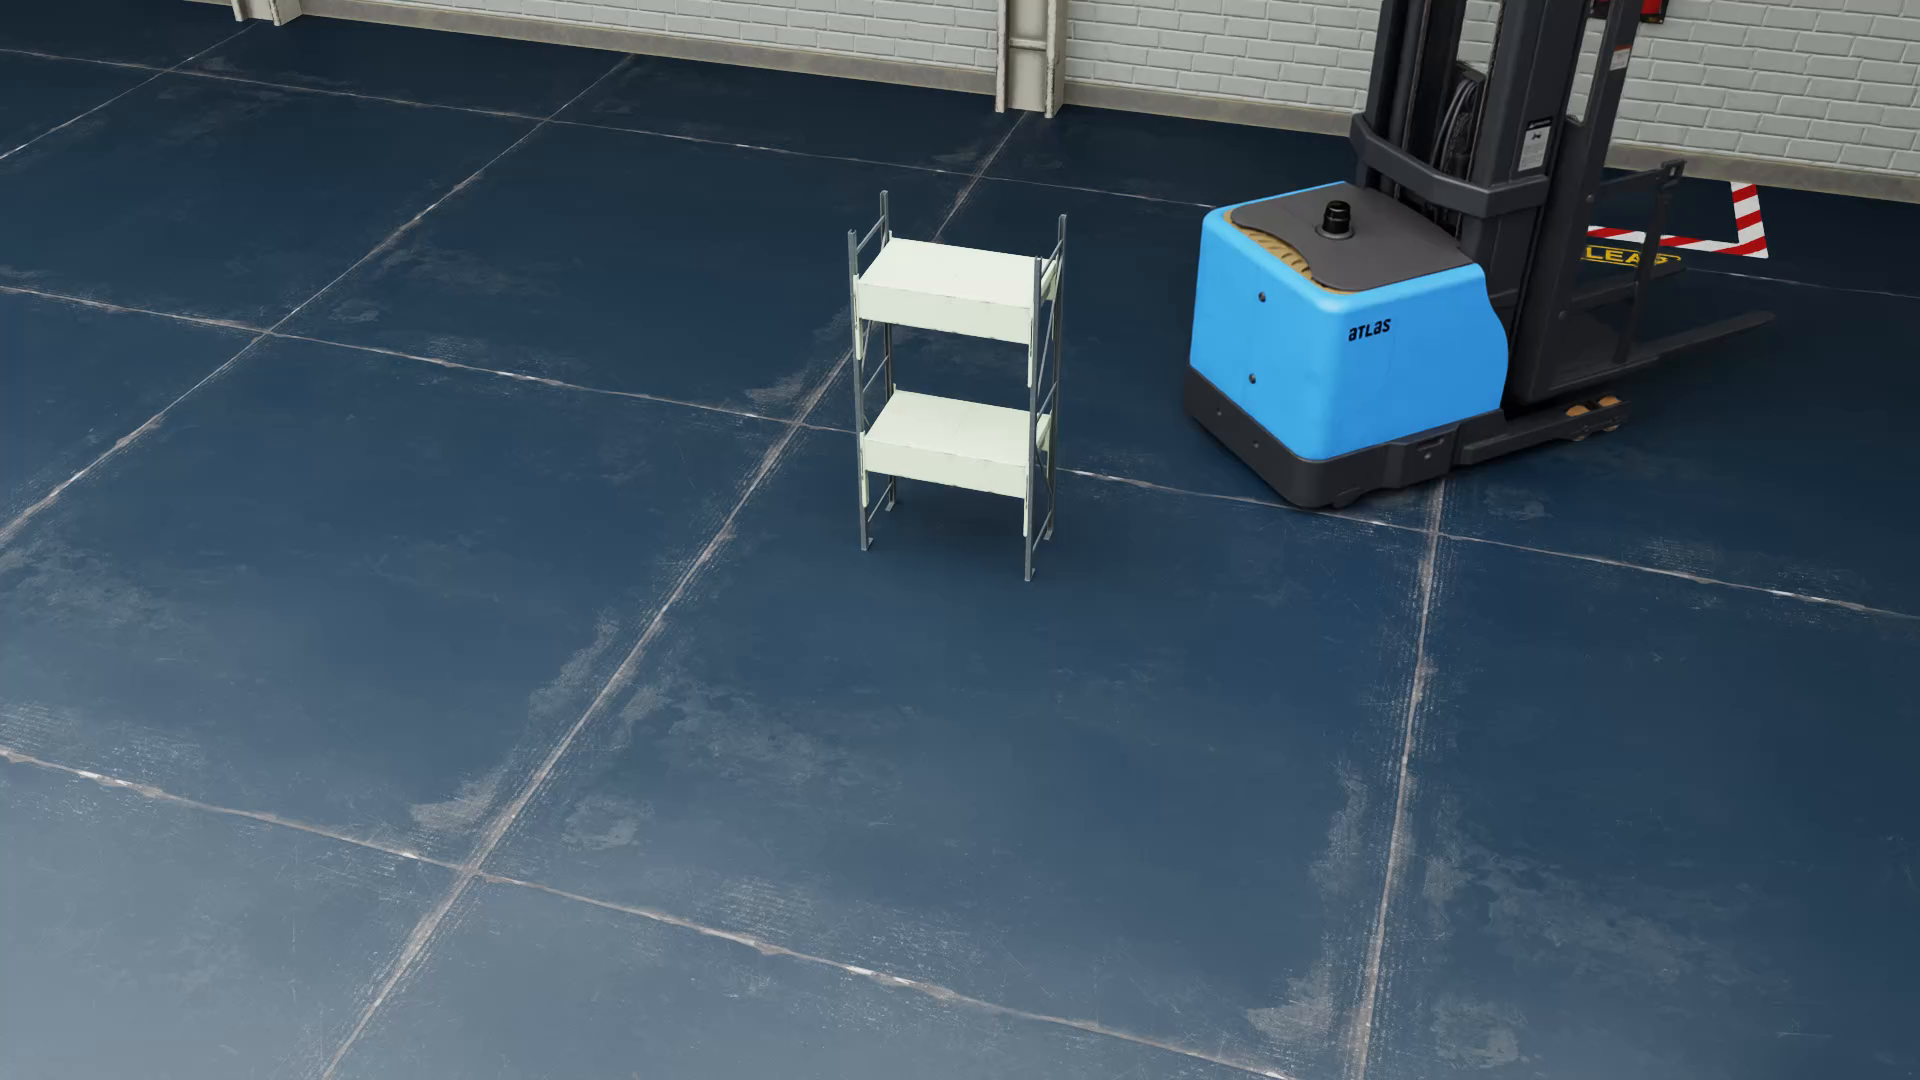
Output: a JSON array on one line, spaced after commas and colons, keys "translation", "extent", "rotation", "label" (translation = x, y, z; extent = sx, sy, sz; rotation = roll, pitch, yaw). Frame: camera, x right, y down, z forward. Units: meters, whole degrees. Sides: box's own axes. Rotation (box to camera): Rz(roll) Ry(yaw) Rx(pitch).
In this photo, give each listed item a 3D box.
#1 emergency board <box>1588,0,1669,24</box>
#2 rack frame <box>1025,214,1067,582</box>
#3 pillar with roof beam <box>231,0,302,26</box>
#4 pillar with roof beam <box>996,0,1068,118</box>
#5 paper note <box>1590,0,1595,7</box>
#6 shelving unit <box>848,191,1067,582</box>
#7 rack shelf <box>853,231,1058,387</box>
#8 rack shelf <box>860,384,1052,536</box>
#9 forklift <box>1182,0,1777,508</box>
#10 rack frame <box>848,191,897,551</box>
[{"translation": [3.852, -3.533, 9.520], "extent": [0.643, 1.169, 0.194], "rotation": [10, 38, 14], "label": "emergency board"}, {"translation": [0.343, -0.541, 6.719], "extent": [0.023, 1.500, 0.400], "rotation": [10, 38, 14], "label": "rack frame"}, {"translation": [-6.538, -5.176, 6.692], "extent": [0.400, 9.000, 9.100], "rotation": [10, 38, 14], "label": "pillar with roof beam"}, {"translation": [-0.811, -4.116, 5.251], "extent": [0.400, 9.000, 9.100], "rotation": [10, 38, 14], "label": "pillar with roof beam"}, {"translation": [3.704, -3.249, 9.877], "extent": [0.142, 0.148, 0.016], "rotation": [10, 38, 14], "label": "paper note"}, {"translation": [-0.006, -0.605, 6.807], "extent": [0.755, 1.500, 0.431], "rotation": [10, 38, 14], "label": "shelving unit"}, {"translation": [-0.006, -0.919, 6.576], "extent": [0.720, 0.370, 0.431], "rotation": [10, 38, 14], "label": "rack shelf"}, {"translation": [-0.006, -0.343, 7.000], "extent": [0.720, 0.370, 0.431], "rotation": [10, 38, 14], "label": "rack shelf"}, {"translation": [2.628, -1.916, 7.380], "extent": [3.031, 2.935, 1.130], "rotation": [-16, 39, -21], "label": "forklift"}, {"translation": [-0.356, -0.670, 6.895], "extent": [0.023, 1.500, 0.400], "rotation": [10, 38, 14], "label": "rack frame"}]
